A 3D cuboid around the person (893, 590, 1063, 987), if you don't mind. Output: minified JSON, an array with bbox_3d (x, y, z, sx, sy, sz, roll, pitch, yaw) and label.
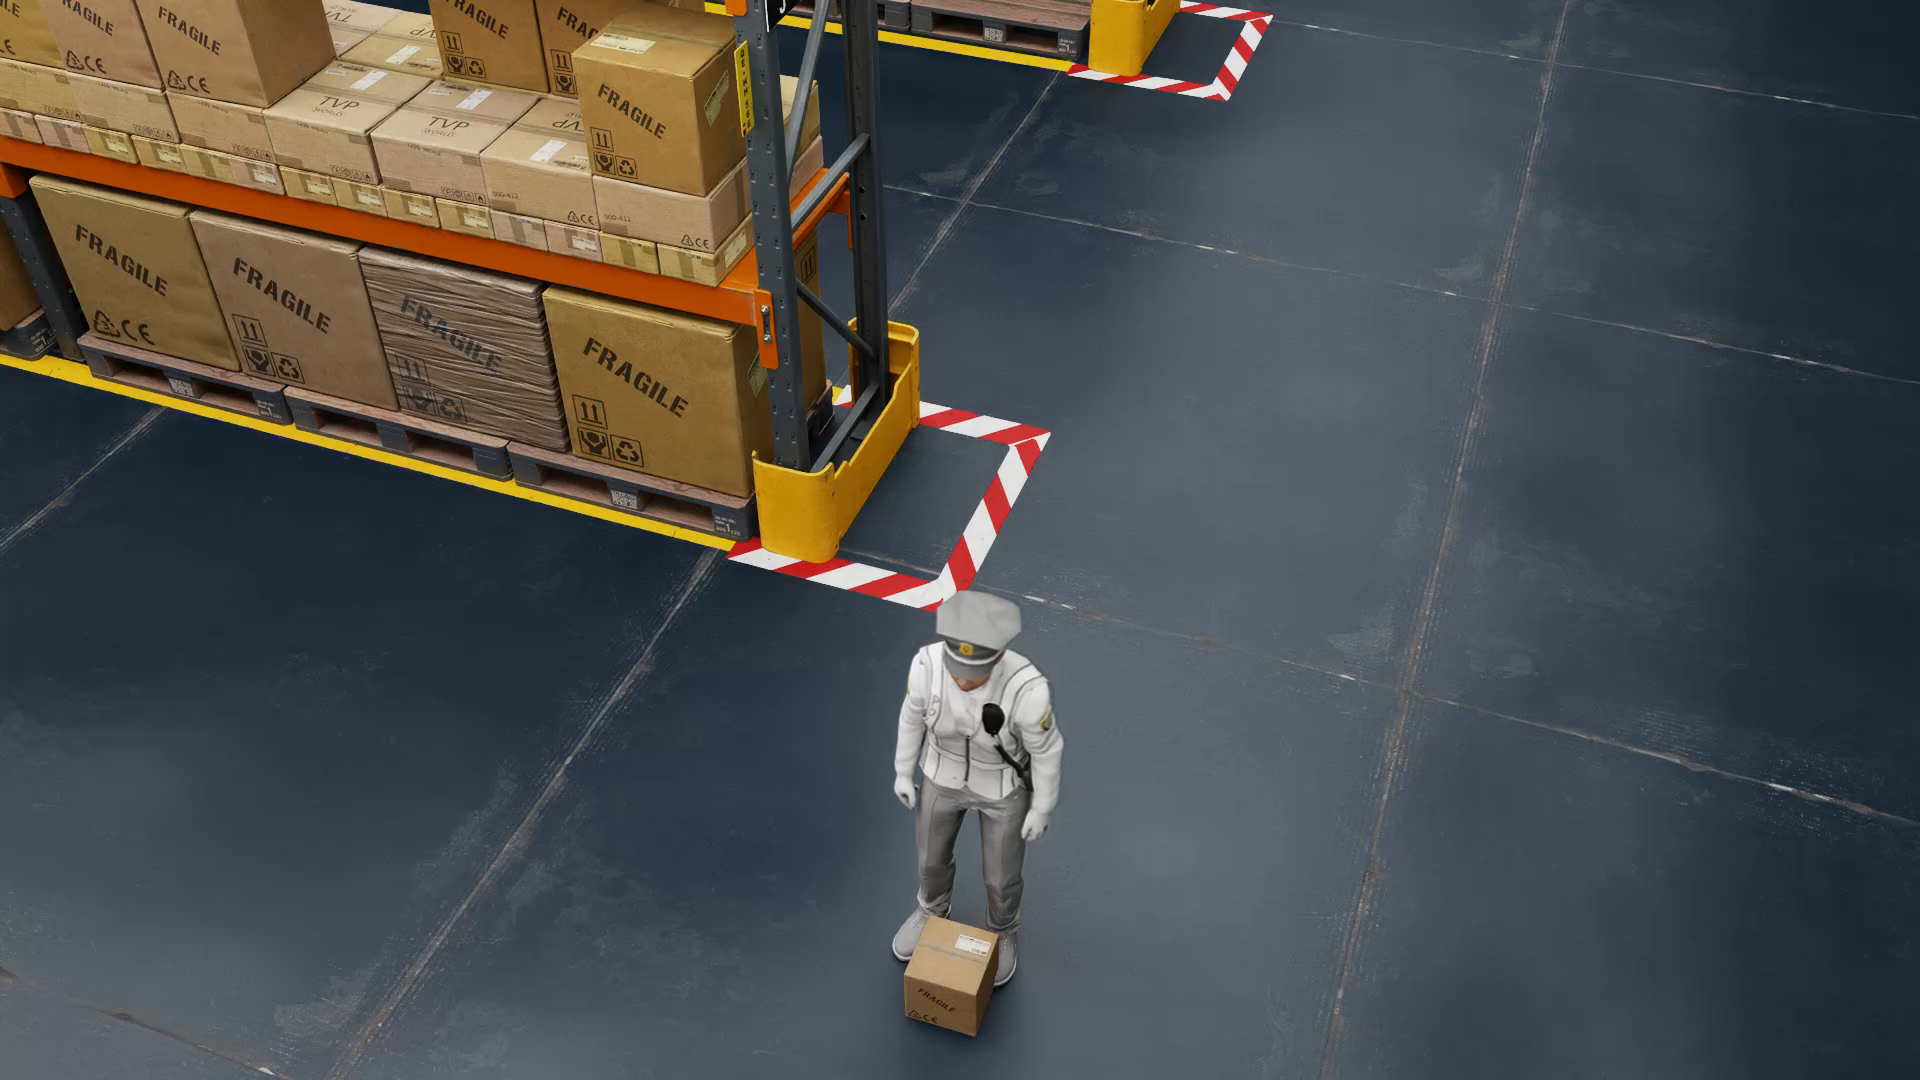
[{"bbox_3d":[0.049,0.786,5.276,0.535,1.663,0.379,13,43,14],"label":"person"}]
